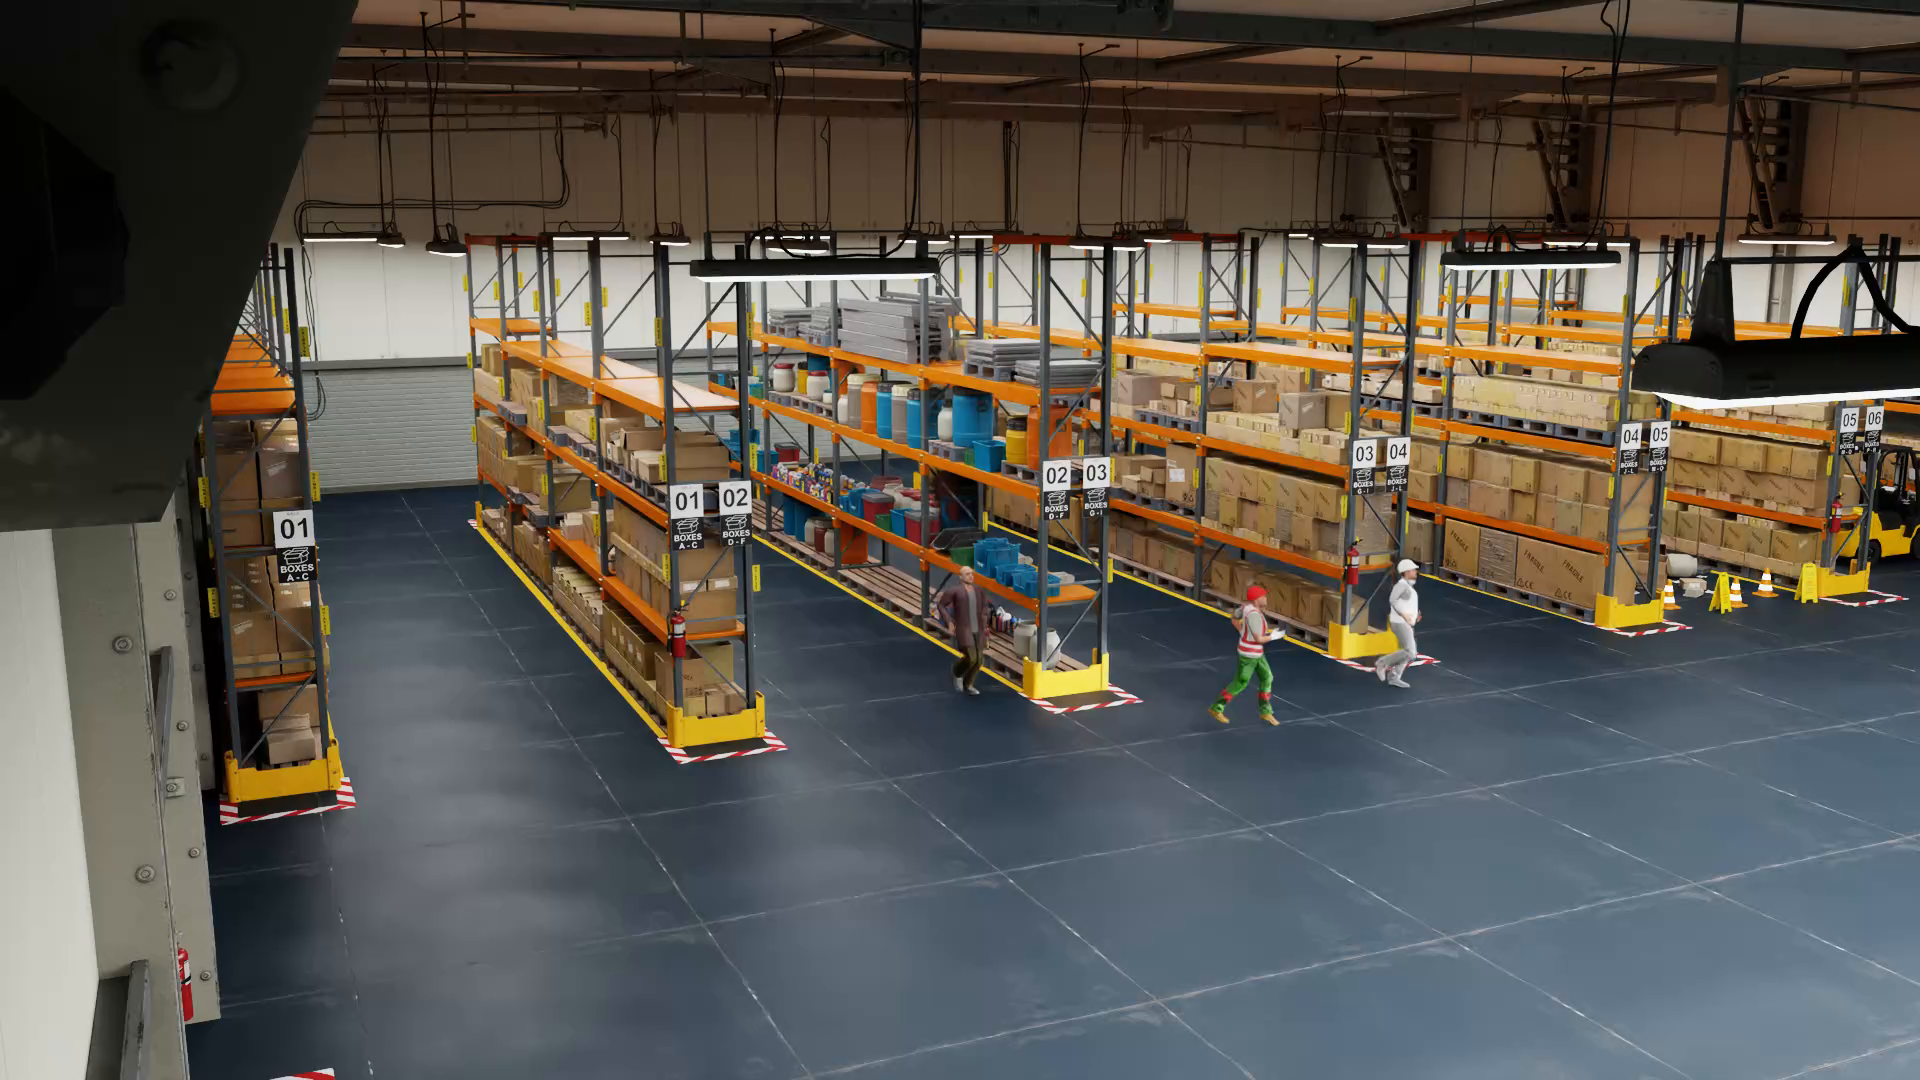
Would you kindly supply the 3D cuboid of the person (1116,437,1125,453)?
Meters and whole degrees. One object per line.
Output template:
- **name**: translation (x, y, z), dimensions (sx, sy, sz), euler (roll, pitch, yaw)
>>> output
- **person**: translation (4.261, -2.539, 42.021), dimensions (0.593, 1.581, 0.766), euler (0, 11, 1)

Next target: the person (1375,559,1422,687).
- **person**: translation (6.050, 1.125, 22.879), dimensions (0.572, 1.733, 0.696), euler (4, 12, 20)

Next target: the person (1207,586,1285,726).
- **person**: translation (3.594, 1.461, 20.892), dimensions (0.933, 1.827, 0.675), euler (1, 11, 7)

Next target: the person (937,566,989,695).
- **person**: translation (0.127, 1.219, 22.189), dimensions (0.691, 1.727, 0.618), euler (-7, 13, -31)
